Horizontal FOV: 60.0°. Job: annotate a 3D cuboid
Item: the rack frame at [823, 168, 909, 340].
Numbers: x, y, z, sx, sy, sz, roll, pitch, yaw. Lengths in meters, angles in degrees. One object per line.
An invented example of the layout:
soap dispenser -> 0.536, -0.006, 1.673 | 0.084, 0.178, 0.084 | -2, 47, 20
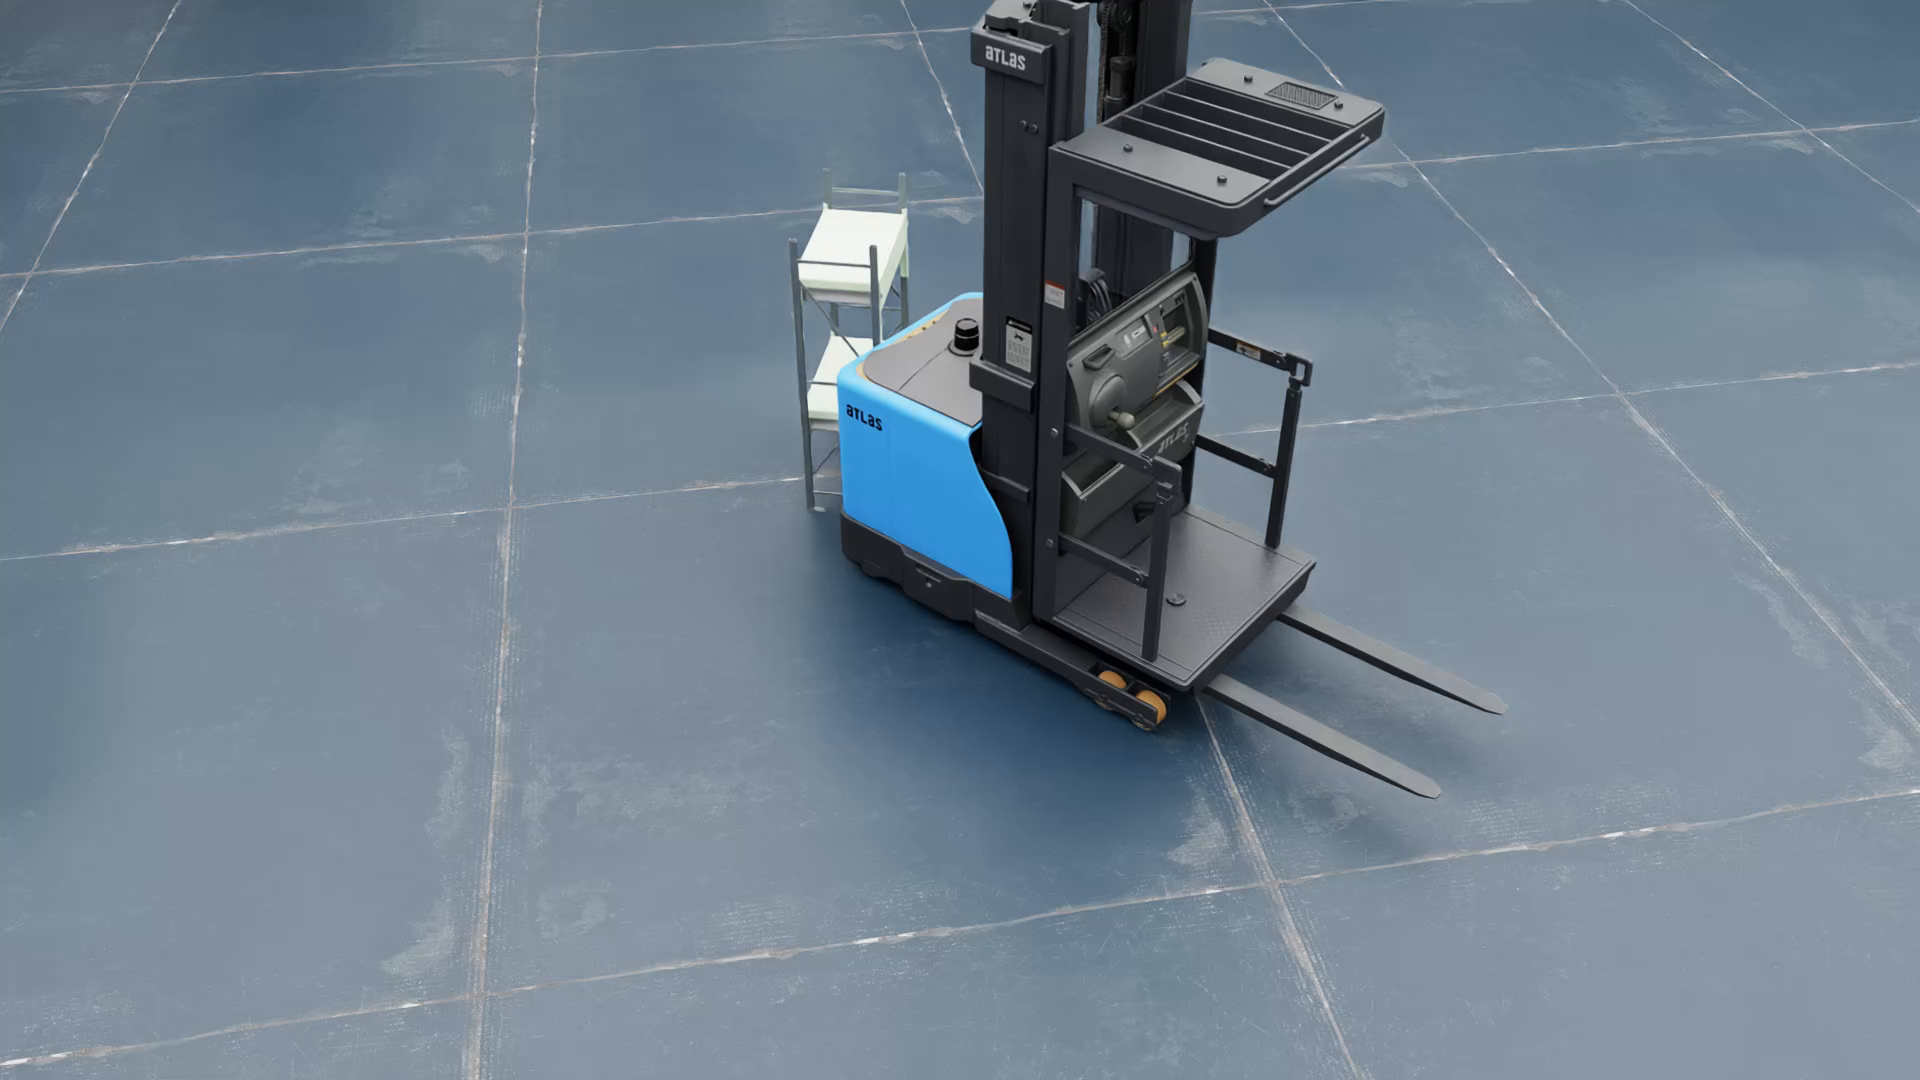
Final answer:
rack frame -> -0.460, -1.175, 8.440 | 0.400, 1.500, 0.023 | 5, 38, 7

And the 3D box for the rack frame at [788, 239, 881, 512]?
rack frame -> -0.567, -0.731, 7.868 | 0.400, 1.500, 0.023 | 5, 38, 7

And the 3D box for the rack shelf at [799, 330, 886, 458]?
rack shelf -> -0.513, -0.695, 8.354 | 0.431, 0.370, 0.720 | 5, 38, 7

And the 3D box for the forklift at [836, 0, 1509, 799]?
forklift -> 0.895, -0.717, 6.684 | 3.031, 2.935, 1.130 | 27, 45, 30

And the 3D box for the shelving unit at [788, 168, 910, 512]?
shelving unit -> -0.513, -0.953, 8.154 | 0.431, 1.500, 0.755 | 5, 38, 7

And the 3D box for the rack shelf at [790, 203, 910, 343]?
rack shelf -> -0.513, -1.261, 7.914 | 0.431, 0.370, 0.720 | 5, 38, 7
